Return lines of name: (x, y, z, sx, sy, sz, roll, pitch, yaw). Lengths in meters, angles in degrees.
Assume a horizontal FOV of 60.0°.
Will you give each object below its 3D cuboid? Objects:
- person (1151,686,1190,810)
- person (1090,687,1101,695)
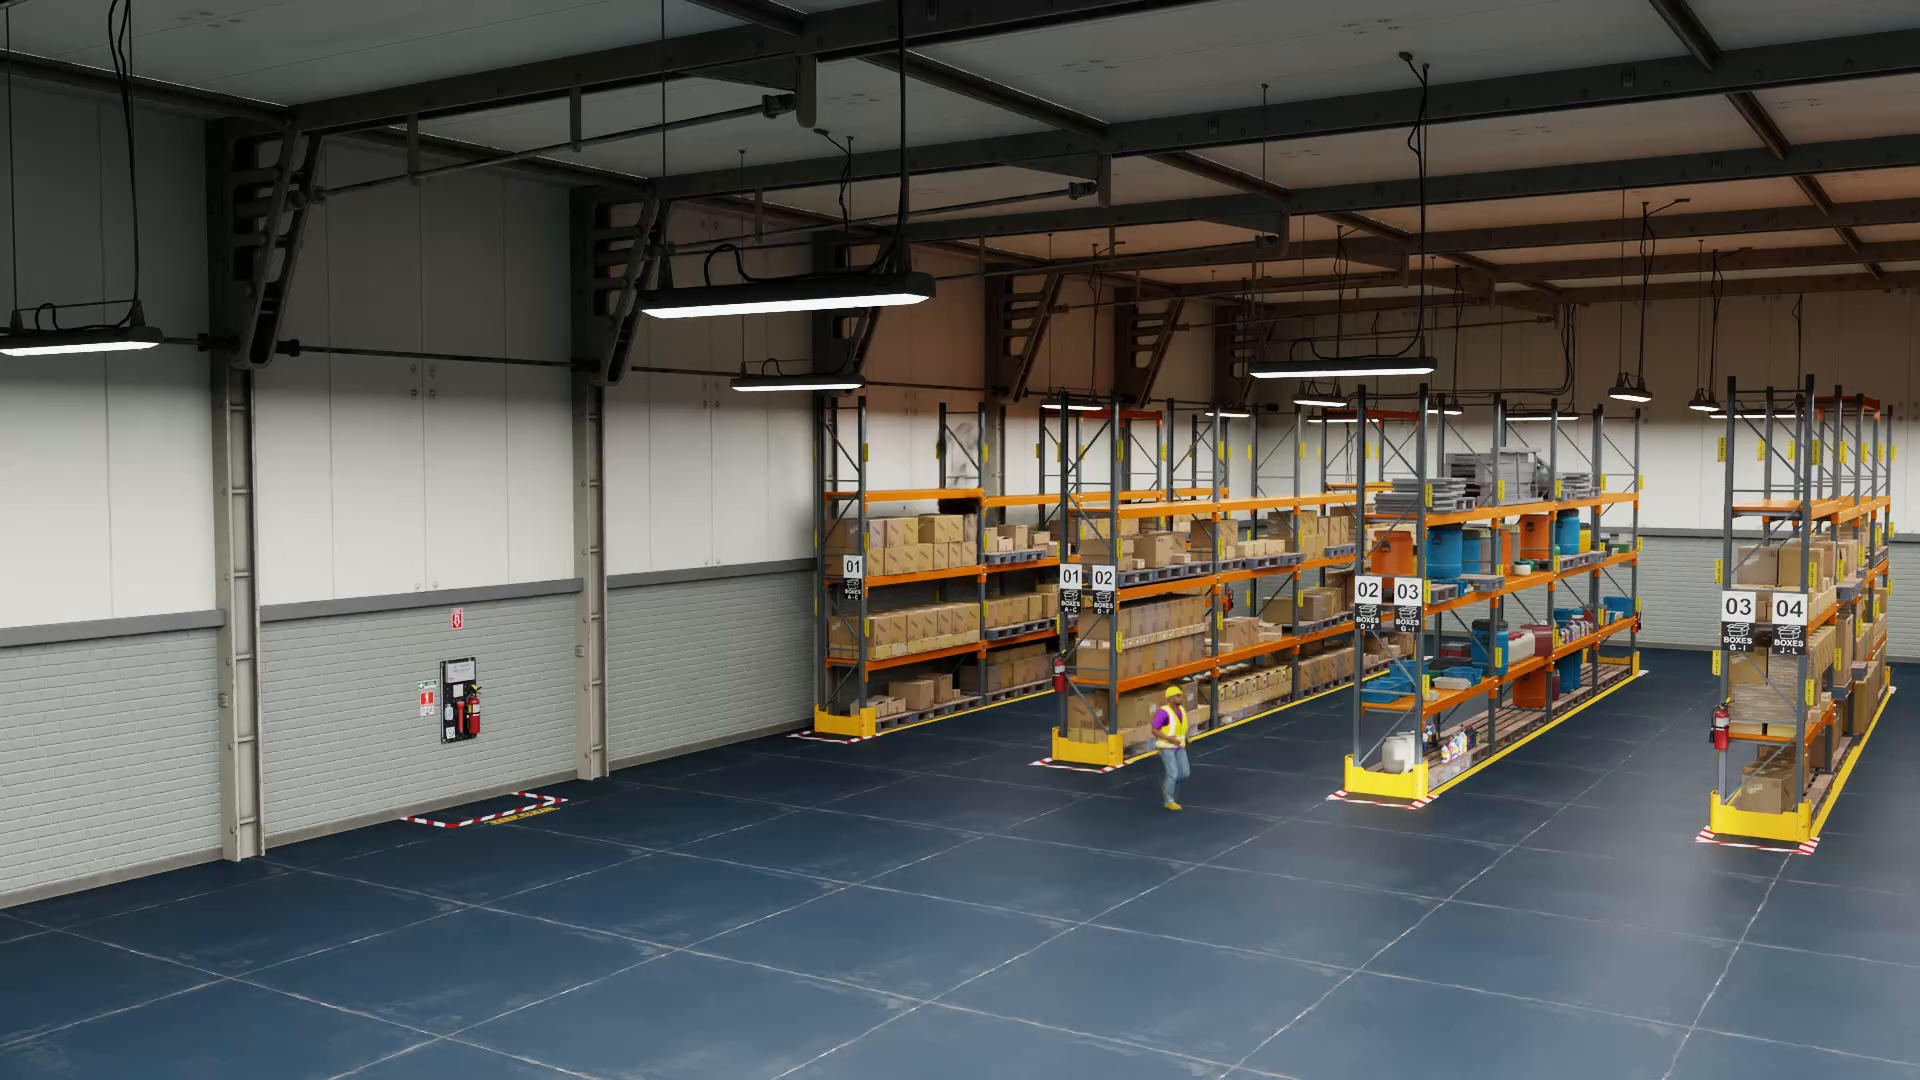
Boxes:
person: (2.983, 2.915, 23.323, 0.683, 1.733, 0.612, -2, 4, -38)
person: (2.650, 2.532, 31.221, 0.712, 1.725, 0.881, 1, 3, 23)
